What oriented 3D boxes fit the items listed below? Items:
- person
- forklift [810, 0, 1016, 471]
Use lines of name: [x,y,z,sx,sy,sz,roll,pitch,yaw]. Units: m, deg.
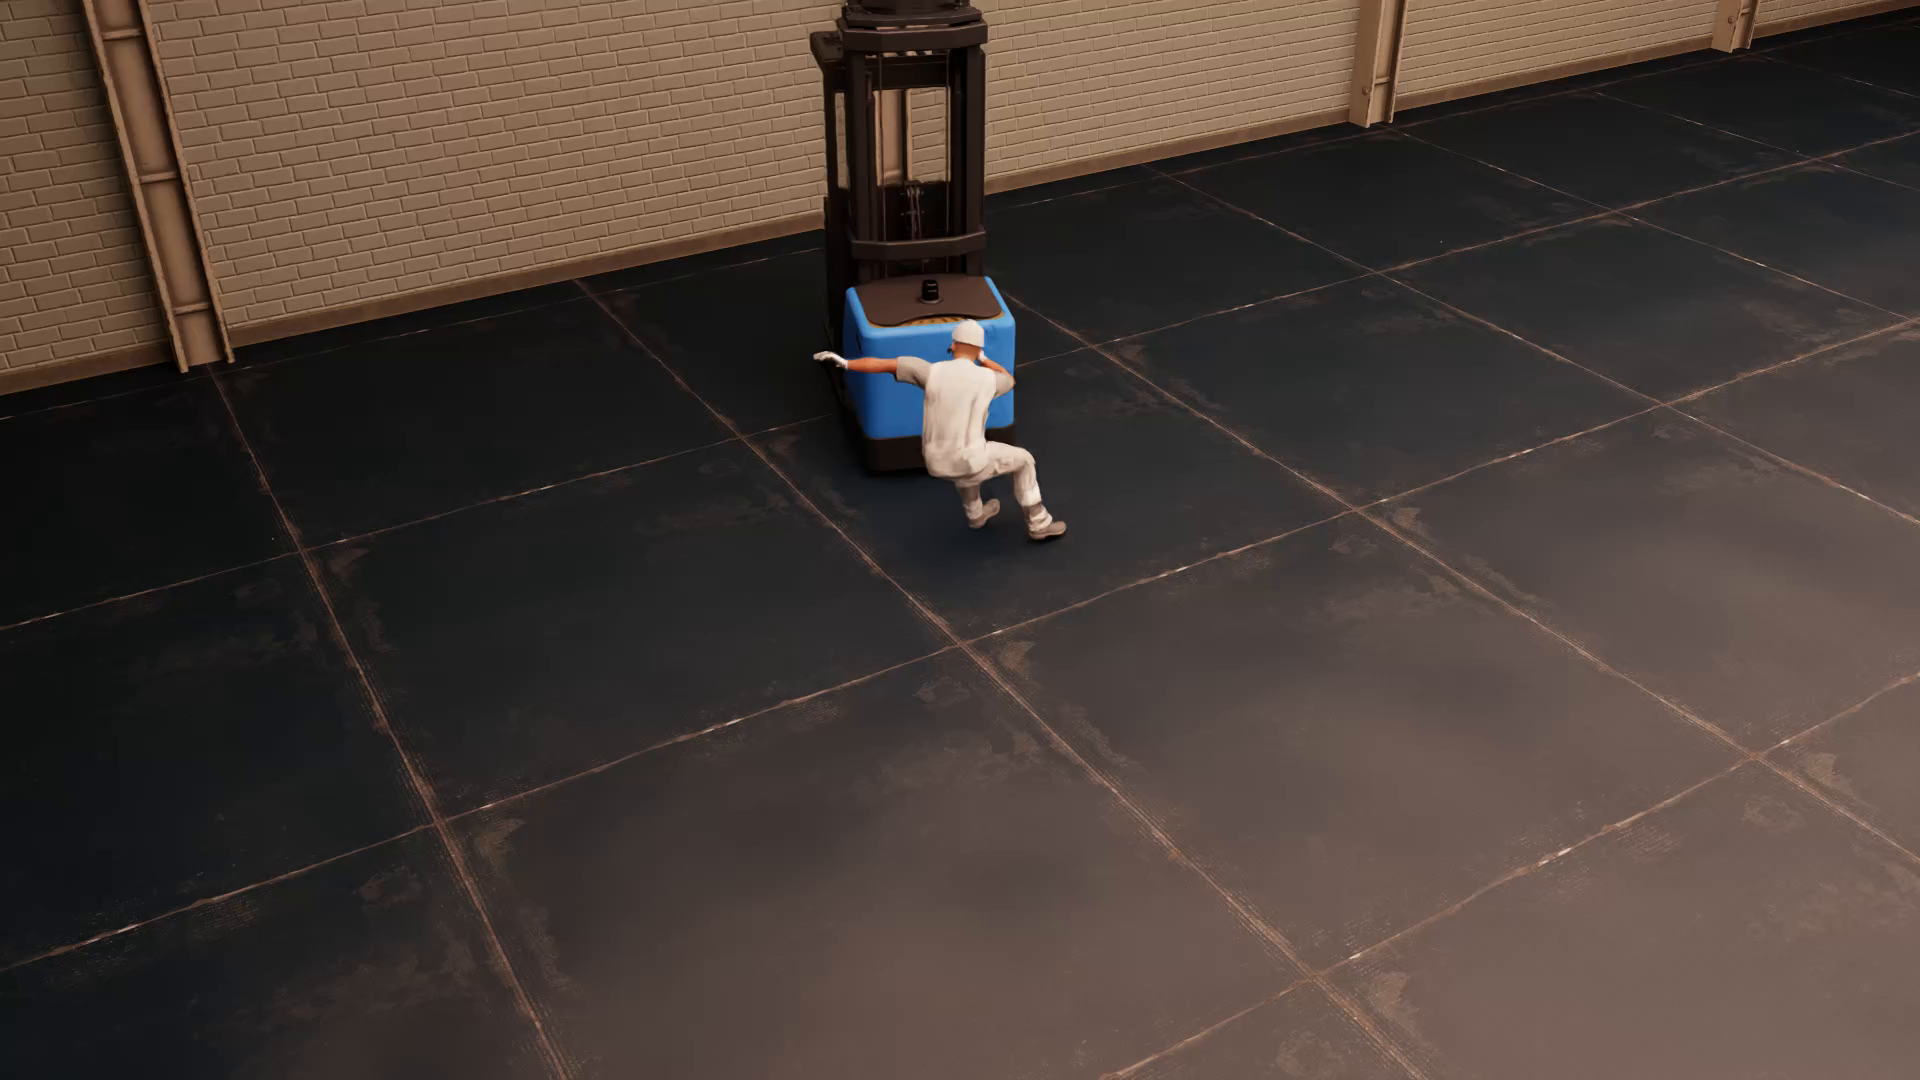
person: [-0.102,-0.643,10.124,1.499,1.464,0.741,5,31,8]
forklift: [-0.422,-2.462,11.759,1.130,2.935,3.031,-6,31,-10]
